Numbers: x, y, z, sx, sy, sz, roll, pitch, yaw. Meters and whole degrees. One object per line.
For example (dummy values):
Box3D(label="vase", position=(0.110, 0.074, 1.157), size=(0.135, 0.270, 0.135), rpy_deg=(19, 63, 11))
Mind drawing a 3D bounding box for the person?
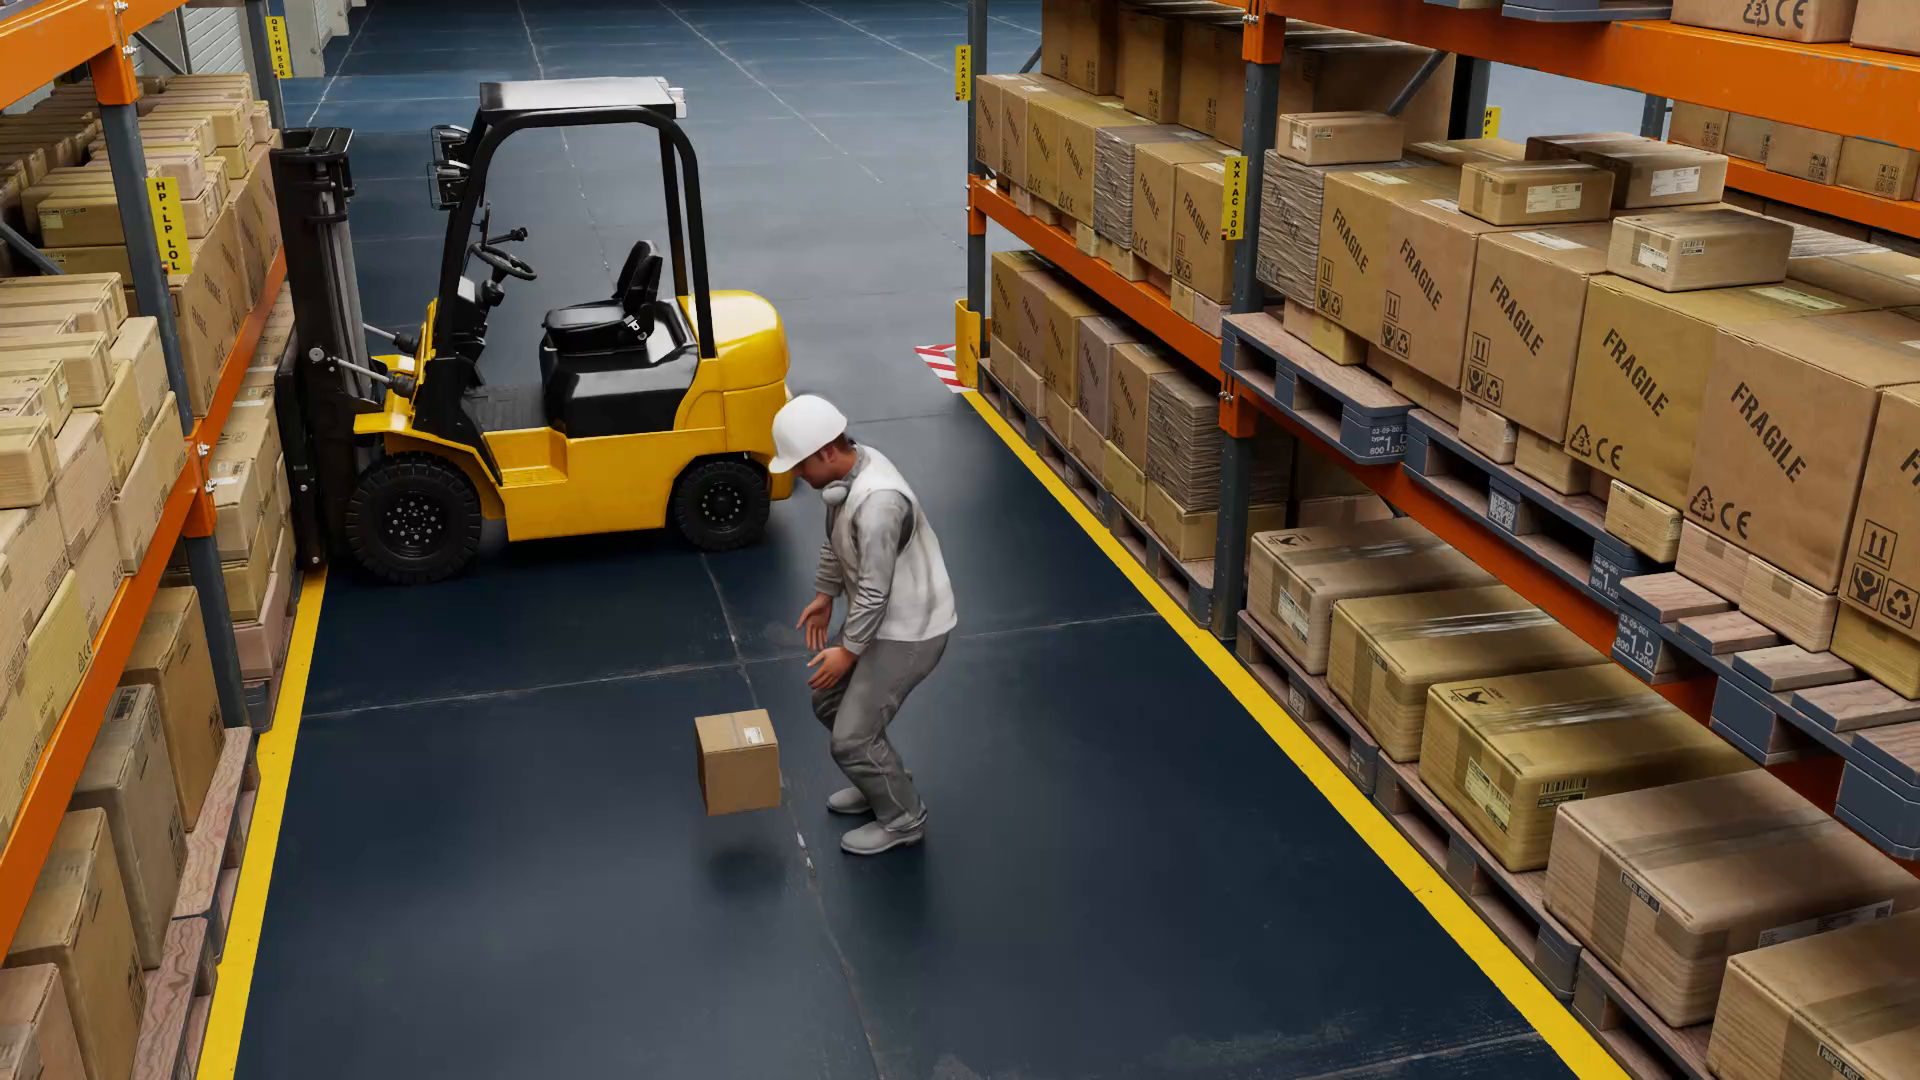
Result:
Box3D(label="person", position=(-0.318, 0.281, 5.590), size=(0.604, 1.628, 0.581), rpy_deg=(-6, 23, -14))
